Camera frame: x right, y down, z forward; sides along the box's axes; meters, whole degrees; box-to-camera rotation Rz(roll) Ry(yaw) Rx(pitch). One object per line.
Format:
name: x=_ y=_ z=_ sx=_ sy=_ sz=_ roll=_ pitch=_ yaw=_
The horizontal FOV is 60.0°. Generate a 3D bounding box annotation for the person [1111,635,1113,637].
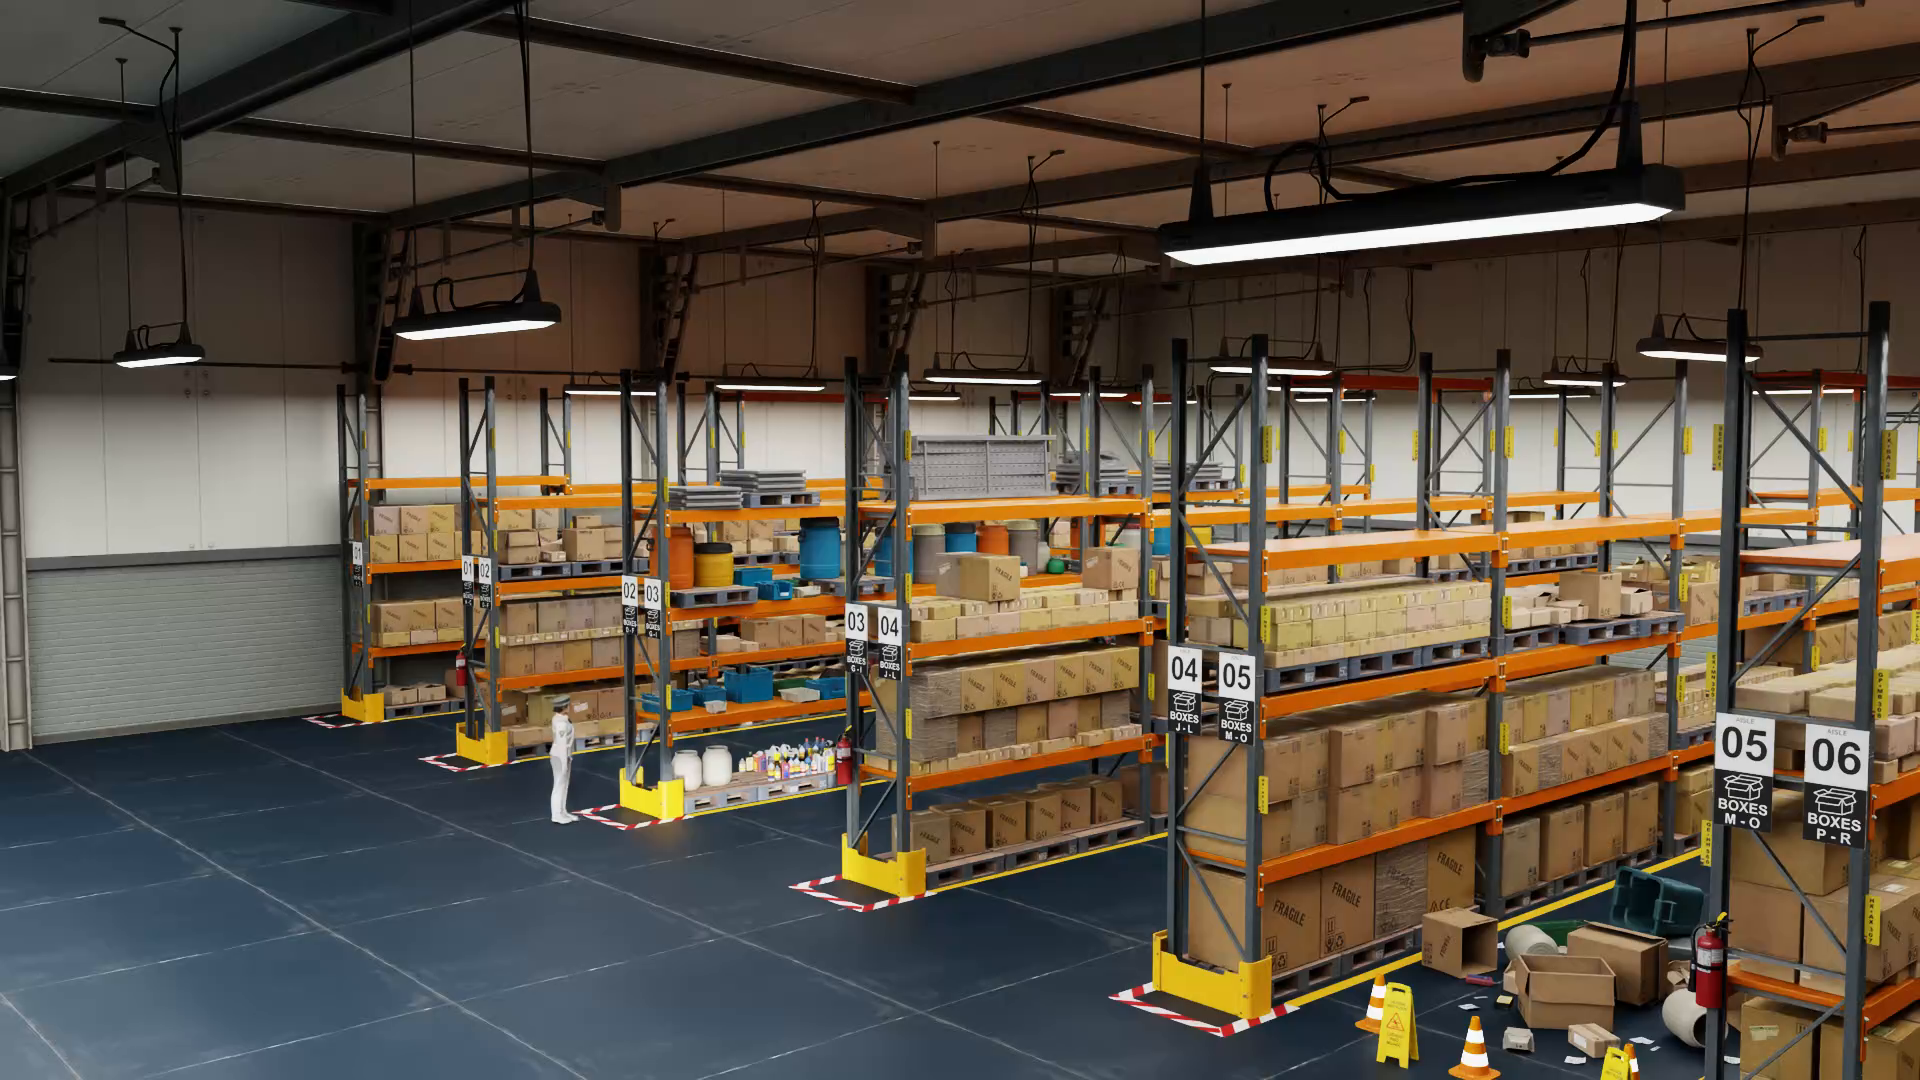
person: x=3.222 y=2.046 z=33.452 sx=0.520 sy=1.723 sz=0.360 roll=-3 pitch=5 yaw=-34

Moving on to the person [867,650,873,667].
person: x=-1.960 y=1.850 z=35.356 sx=0.484 sy=1.765 sz=0.605 roll=1 pitch=4 yaw=9

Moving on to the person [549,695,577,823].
person: x=-5.242 y=2.882 z=21.906 sx=0.335 sy=1.686 sz=0.503 roll=0 pitch=4 yaw=-7
